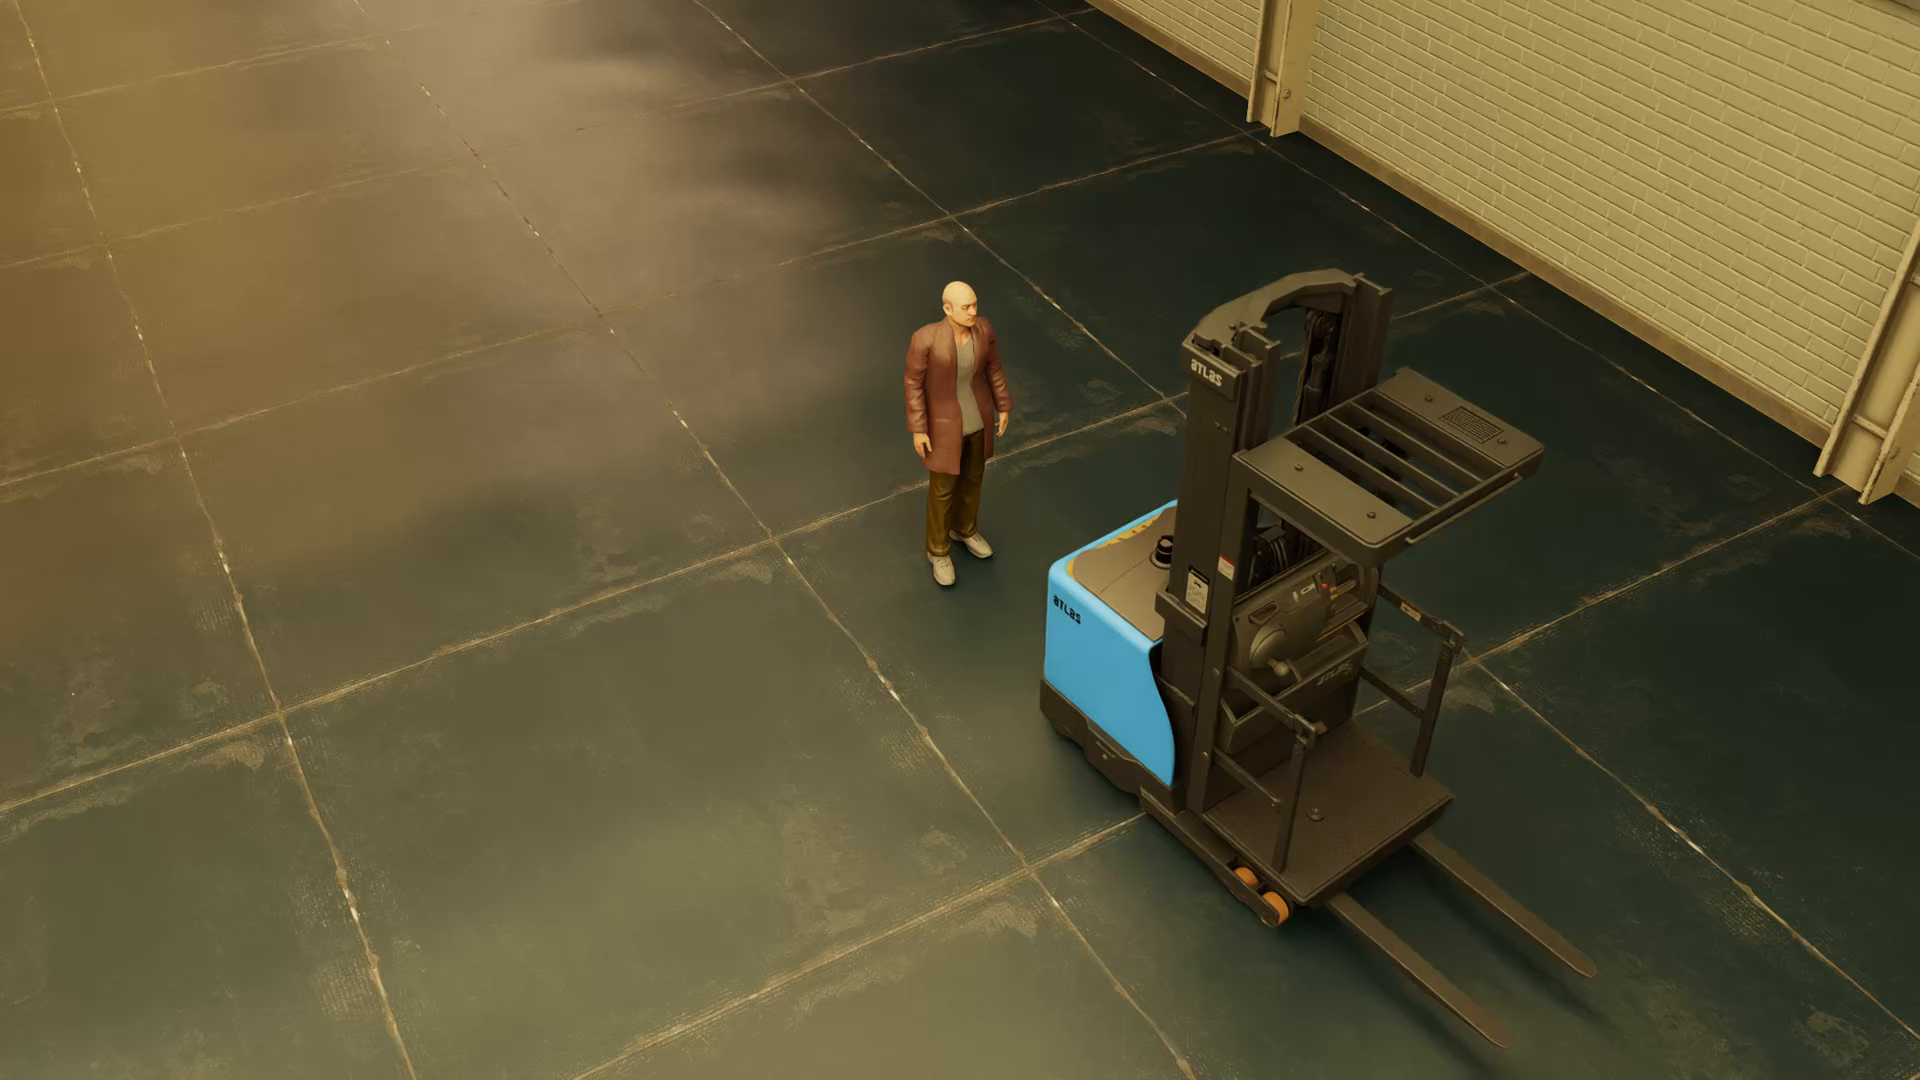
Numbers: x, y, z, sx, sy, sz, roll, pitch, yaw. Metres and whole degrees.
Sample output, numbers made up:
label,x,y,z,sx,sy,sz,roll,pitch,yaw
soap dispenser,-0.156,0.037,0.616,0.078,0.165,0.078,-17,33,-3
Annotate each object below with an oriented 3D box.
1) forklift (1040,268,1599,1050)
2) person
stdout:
label,x,y,z,sx,sy,sz,roll,pitch,yaw
forklift,1.735,0.383,7.574,1.130,2.935,3.031,-26,46,-28
person,0.043,-0.638,9.697,0.696,1.778,0.579,-20,44,-23
